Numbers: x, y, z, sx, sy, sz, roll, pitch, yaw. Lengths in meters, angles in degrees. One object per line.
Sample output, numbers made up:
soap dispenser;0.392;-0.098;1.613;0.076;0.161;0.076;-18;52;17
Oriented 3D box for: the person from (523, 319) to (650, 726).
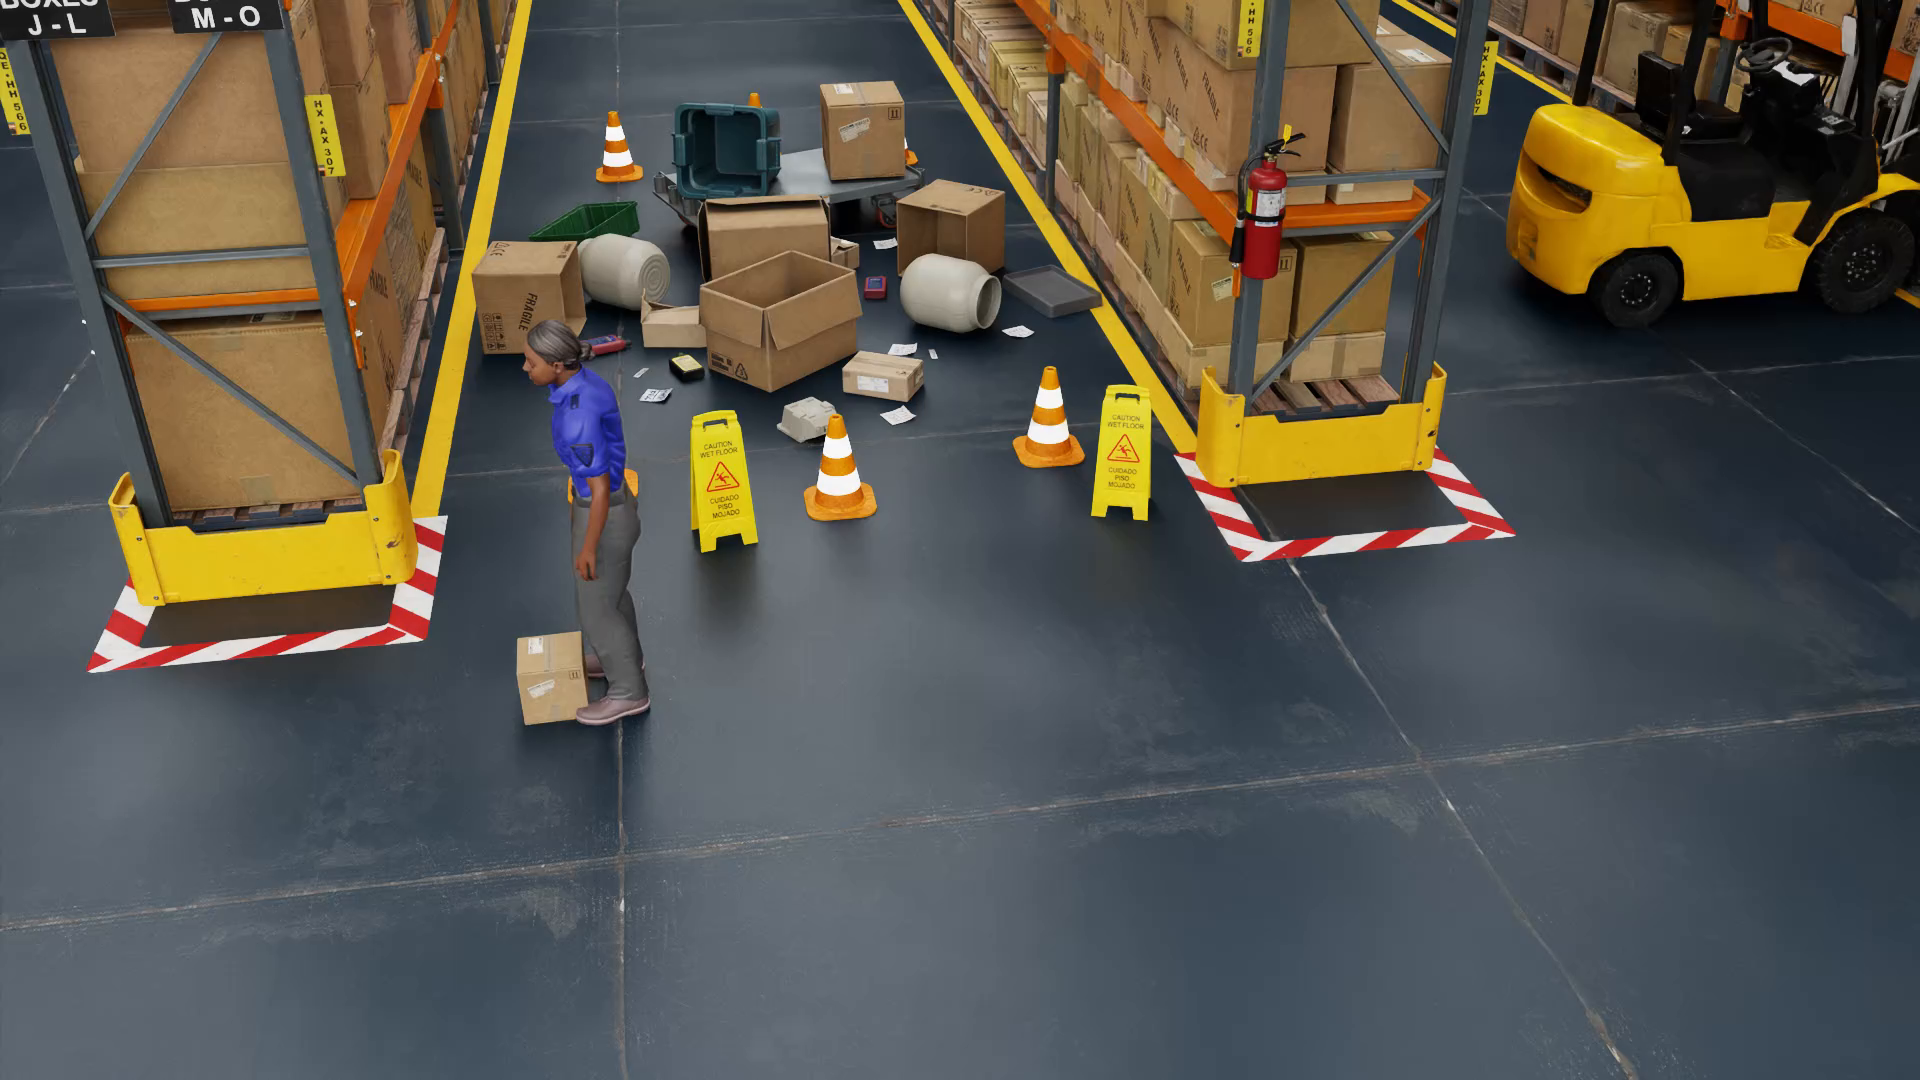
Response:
person;-1.384;-0.081;6.271;0.346;1.656;0.529;-7;32;-11
